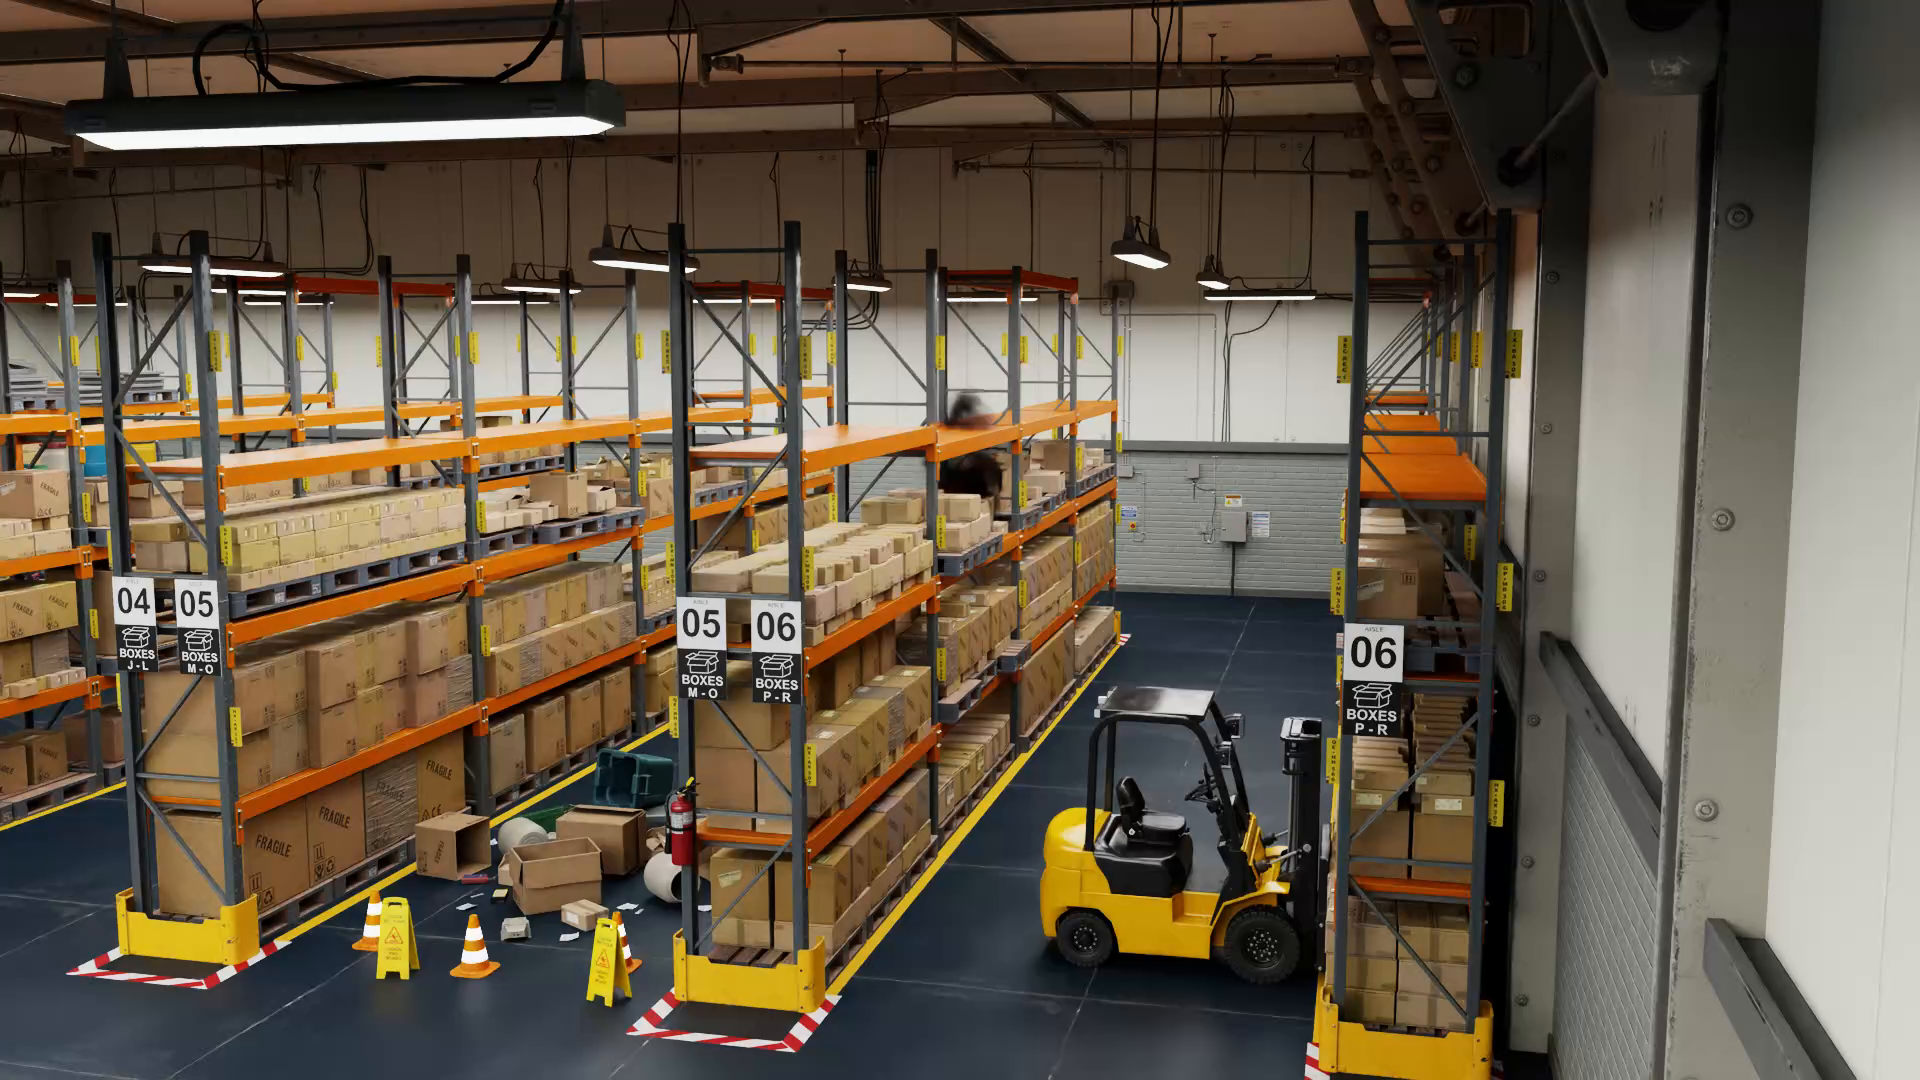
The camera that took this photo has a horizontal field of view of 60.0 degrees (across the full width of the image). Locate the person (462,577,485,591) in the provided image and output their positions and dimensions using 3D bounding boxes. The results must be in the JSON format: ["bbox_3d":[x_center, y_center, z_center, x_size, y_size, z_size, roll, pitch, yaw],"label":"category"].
[{"bbox_3d":[-7.186,1.277,24.888,0.704,1.725,0.668,1,7,8],"label":"person"}]
